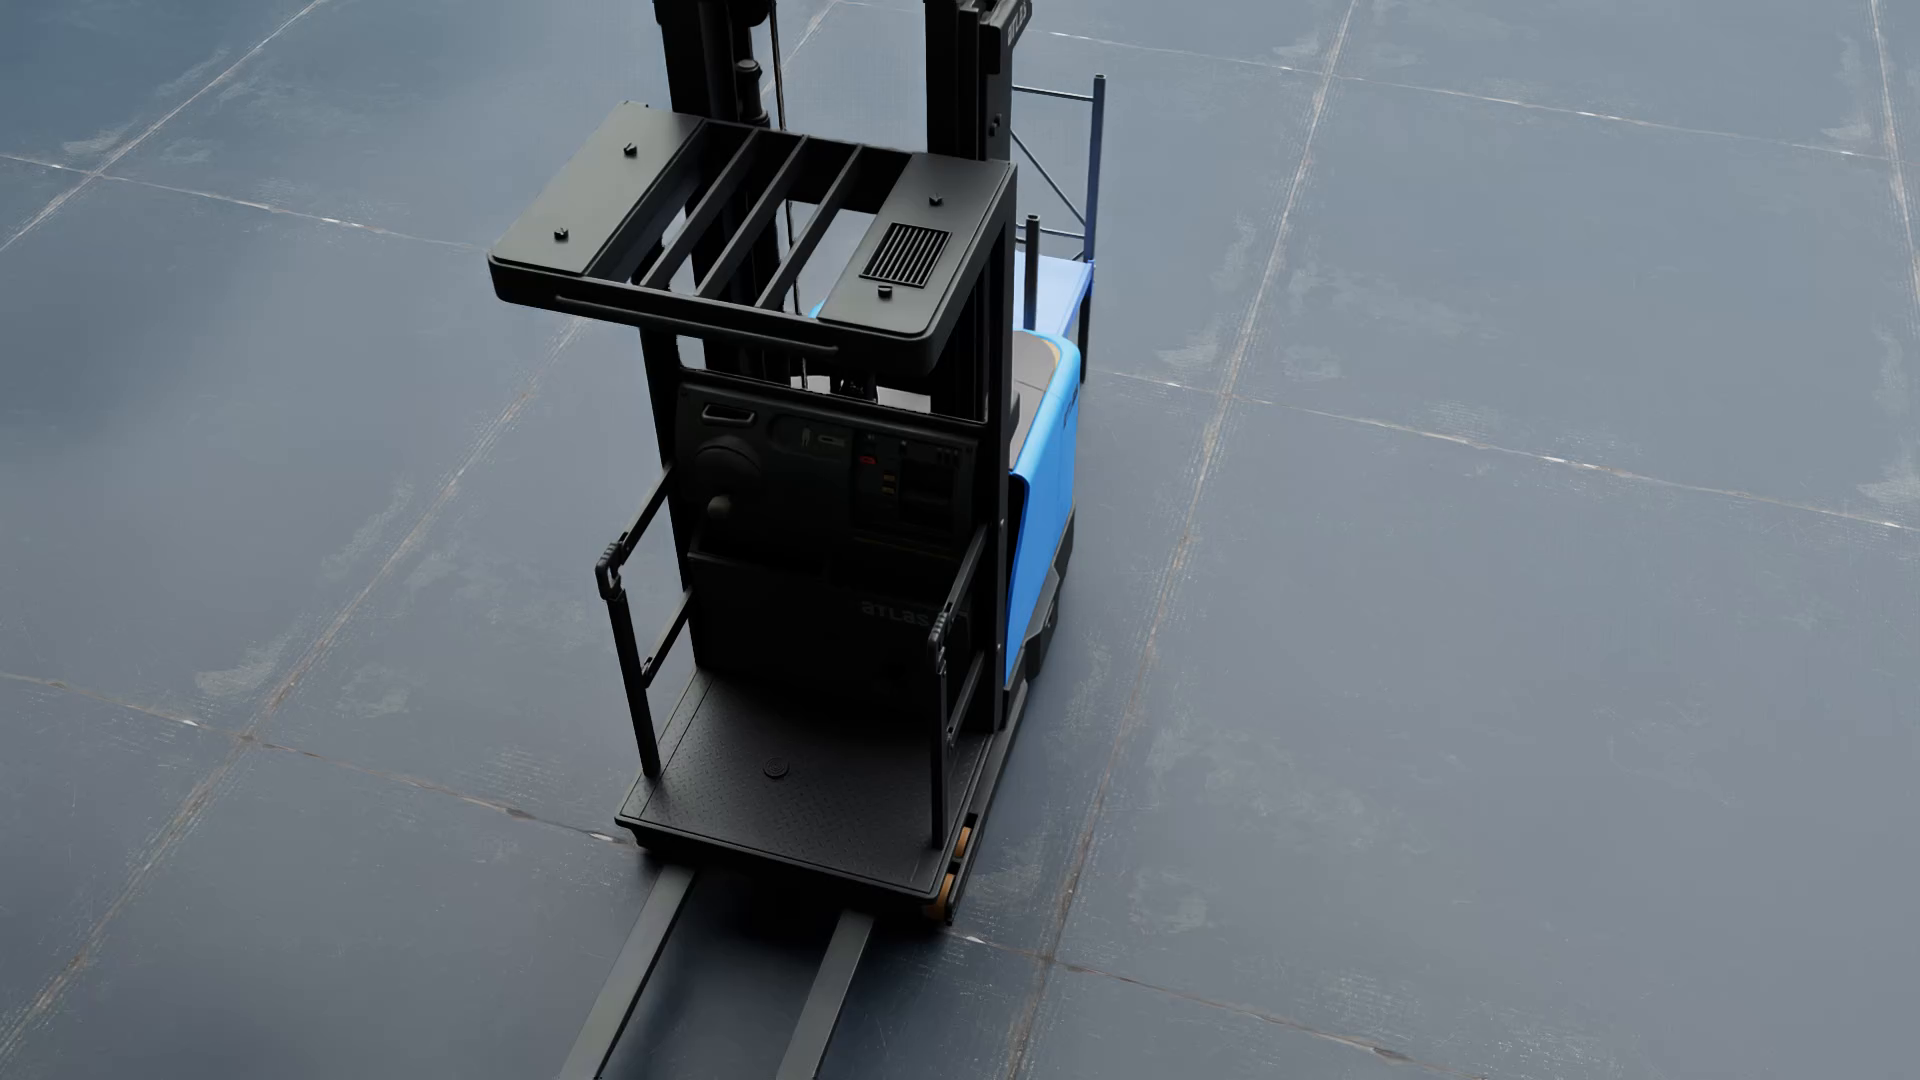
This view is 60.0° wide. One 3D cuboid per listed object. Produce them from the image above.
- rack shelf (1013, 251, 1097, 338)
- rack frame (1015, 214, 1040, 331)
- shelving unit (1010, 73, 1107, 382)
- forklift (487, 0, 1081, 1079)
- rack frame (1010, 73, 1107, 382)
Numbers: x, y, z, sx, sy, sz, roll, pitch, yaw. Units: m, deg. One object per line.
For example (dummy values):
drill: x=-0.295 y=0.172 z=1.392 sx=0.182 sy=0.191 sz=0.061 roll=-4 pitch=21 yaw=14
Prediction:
rack shelf: x=0.180 y=-0.837 z=6.790 sx=0.538 sy=0.185 sz=1.000 roll=12 pitch=46 yaw=12
rack frame: x=0.035 y=-0.625 z=6.316 sx=0.500 sy=1.500 sz=0.032 roll=12 pitch=46 yaw=12
shelving unit: x=0.180 y=-0.966 z=6.665 sx=0.538 sy=1.500 sz=1.048 roll=12 pitch=46 yaw=12
forklift: x=-0.462 y=-0.112 z=4.769 sx=1.130 sy=2.935 sz=3.031 roll=12 pitch=46 yaw=12
rack frame: x=0.325 y=-1.307 z=7.013 sx=0.500 sy=1.500 sz=0.032 roll=12 pitch=46 yaw=12
